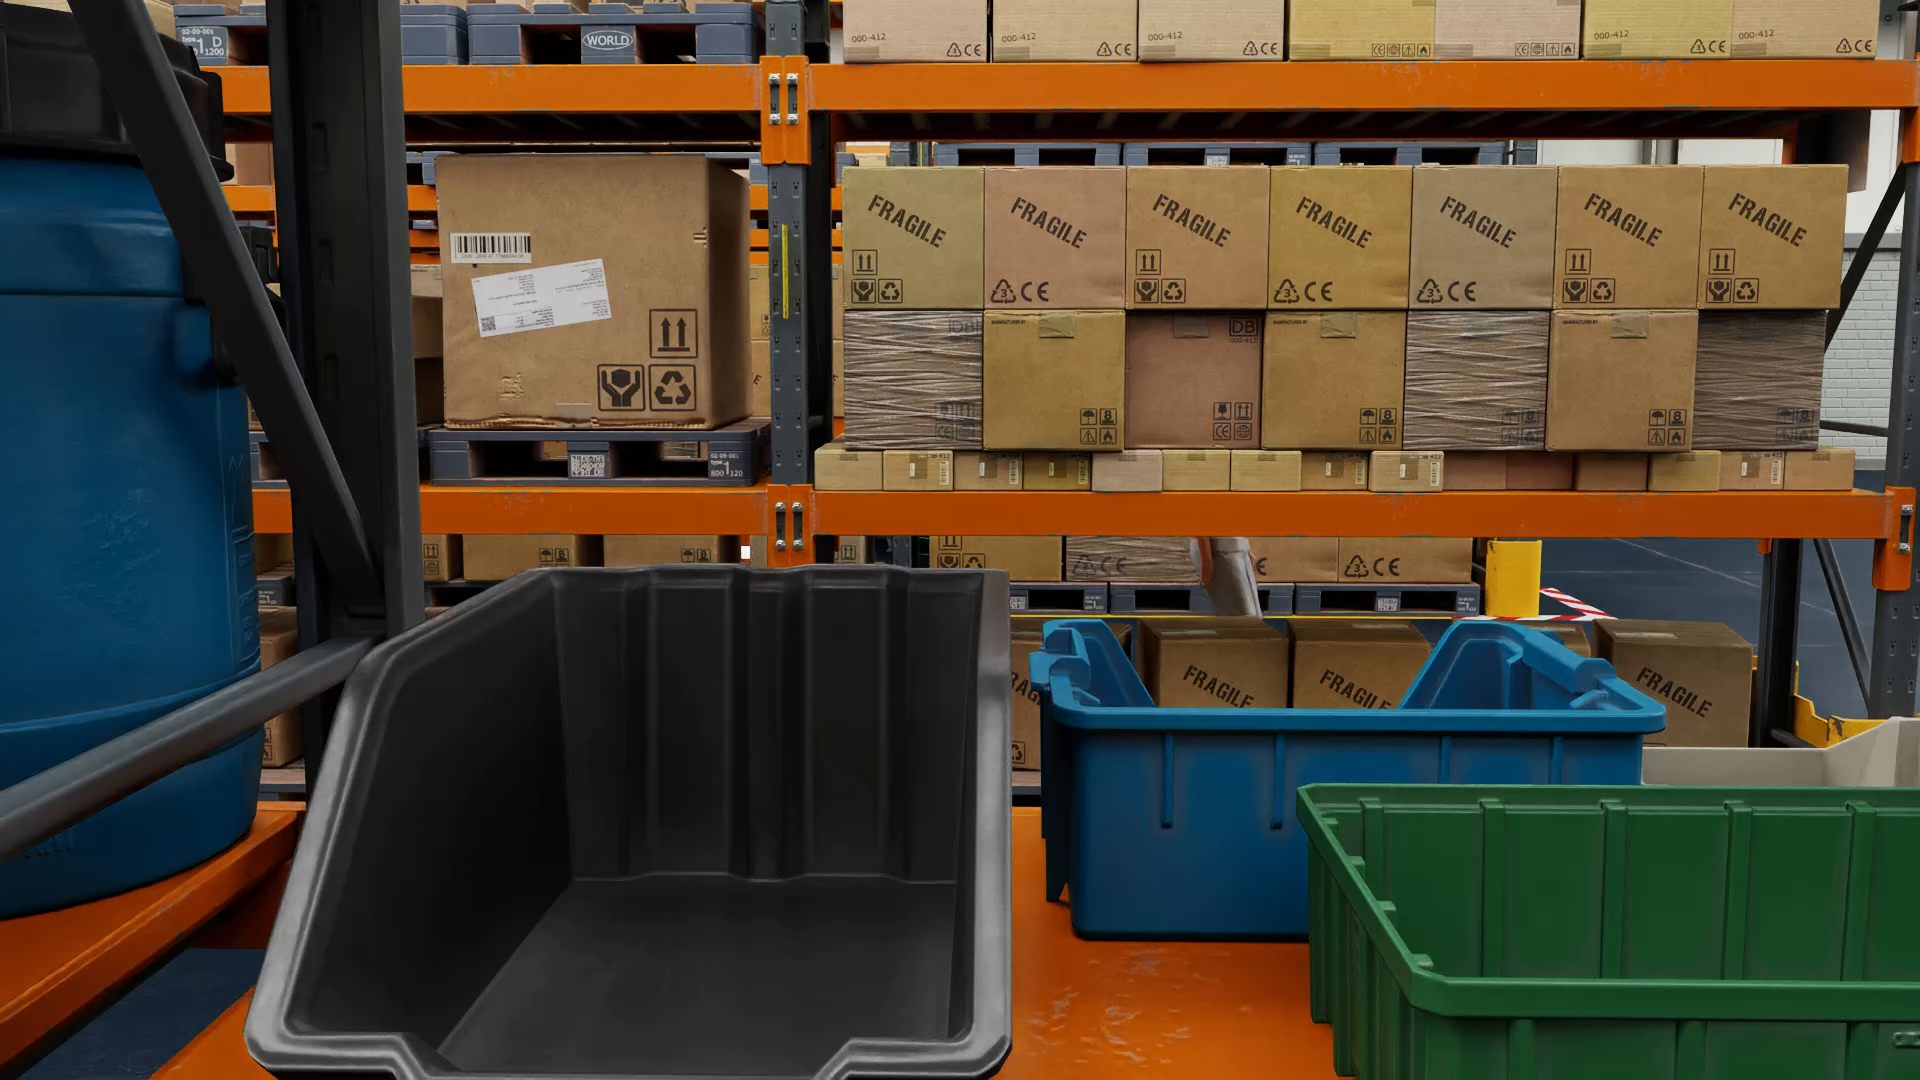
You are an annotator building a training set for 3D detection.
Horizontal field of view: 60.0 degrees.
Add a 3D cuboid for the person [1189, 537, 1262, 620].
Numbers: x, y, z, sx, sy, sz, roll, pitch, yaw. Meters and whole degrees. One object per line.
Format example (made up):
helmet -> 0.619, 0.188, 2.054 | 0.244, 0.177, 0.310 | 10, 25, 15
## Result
person -> 1.272, 0.074, 7.815 | 0.540, 1.668, 0.469 | 3, 8, 20
